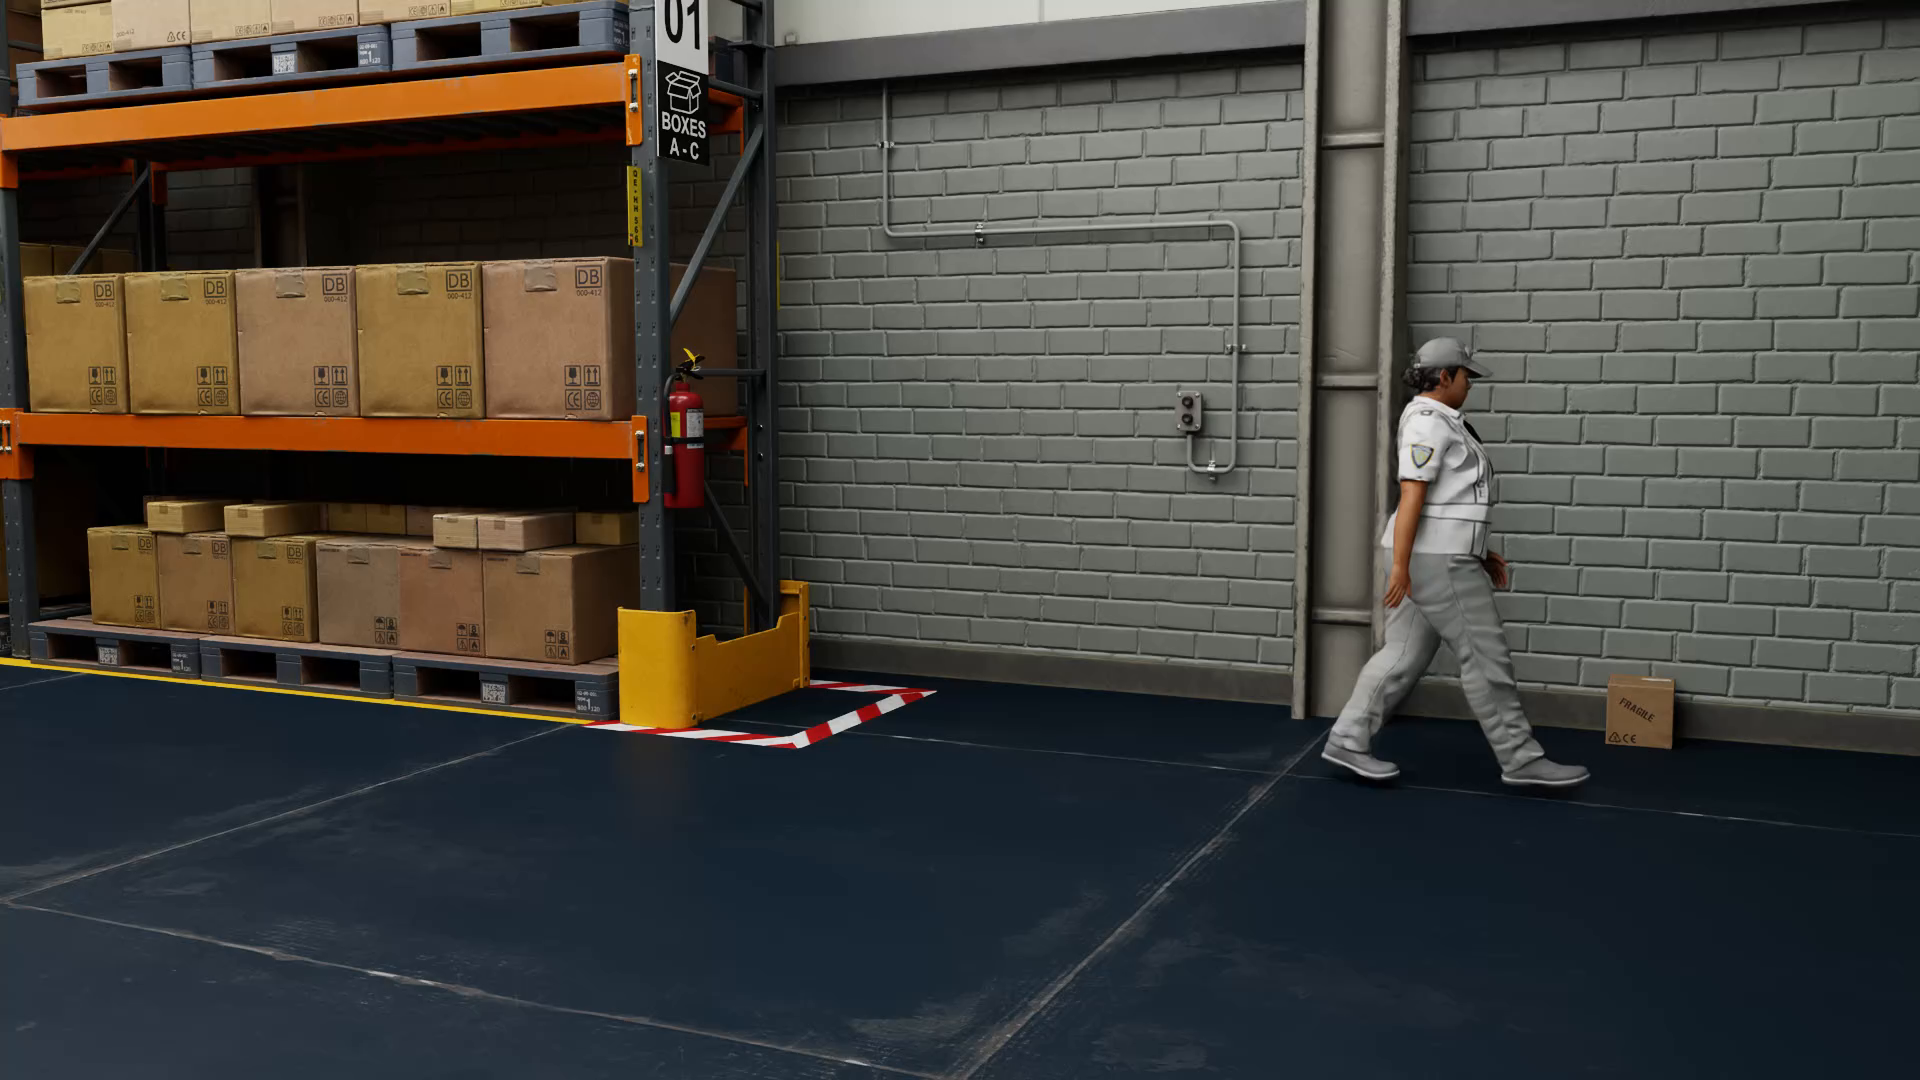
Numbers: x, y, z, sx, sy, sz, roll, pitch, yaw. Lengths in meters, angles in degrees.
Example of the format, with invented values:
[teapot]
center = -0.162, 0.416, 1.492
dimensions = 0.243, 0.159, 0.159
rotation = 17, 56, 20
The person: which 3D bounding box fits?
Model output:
[person]
center = 1.797, 0.073, 6.002
dimensions = 0.930, 1.607, 0.560
rotation = 1, 6, 10
